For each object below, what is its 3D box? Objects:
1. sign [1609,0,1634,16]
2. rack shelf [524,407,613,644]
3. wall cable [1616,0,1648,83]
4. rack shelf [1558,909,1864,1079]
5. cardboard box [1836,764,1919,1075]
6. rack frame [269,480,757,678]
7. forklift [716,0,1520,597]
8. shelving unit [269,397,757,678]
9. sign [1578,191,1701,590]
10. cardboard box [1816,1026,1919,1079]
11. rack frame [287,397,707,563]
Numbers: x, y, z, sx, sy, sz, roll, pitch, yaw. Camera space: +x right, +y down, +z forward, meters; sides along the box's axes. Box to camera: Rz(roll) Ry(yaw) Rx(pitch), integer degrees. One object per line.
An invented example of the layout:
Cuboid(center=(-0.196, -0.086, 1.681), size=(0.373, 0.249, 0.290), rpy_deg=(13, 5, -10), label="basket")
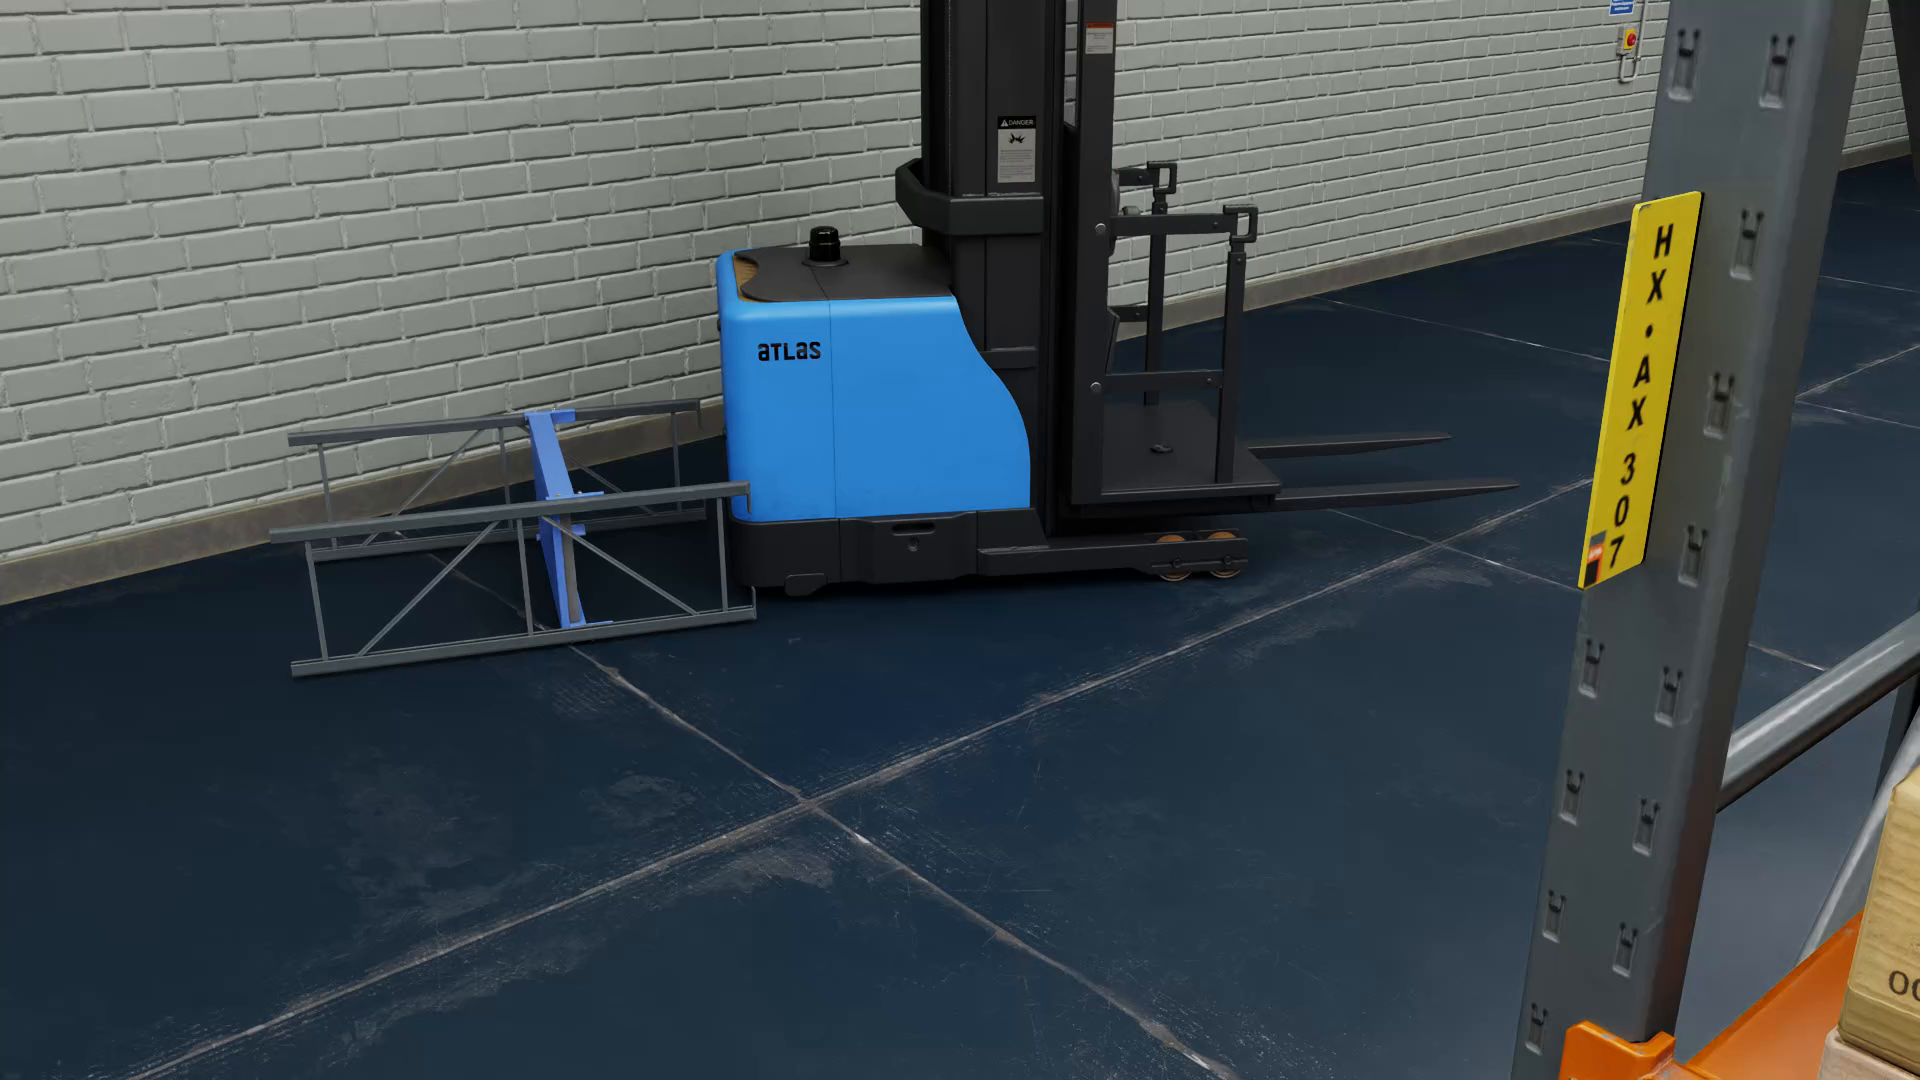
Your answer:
Cuboid(center=(4.722, -3.854, 11.840), size=(0.327, 0.218, 0.001), rpy_deg=(-17, 27, -37), label="sign")
Cuboid(center=(-1.403, -0.078, 5.945), size=(0.185, 0.538, 1.000), rpy_deg=(-7, 22, -16), label="rack shelf")
Cuboid(center=(4.798, -4.210, 11.685), size=(0.585, 1.953, 0.123), rpy_deg=(-17, 27, -37), label="wall cable")
Cuboid(center=(2.294, 1.076, 0.610), size=(1.077, 0.370, 4.000), rpy_deg=(-17, 27, -37), label="rack shelf")
Cuboid(center=(1.098, 0.317, 1.360), size=(0.500, 0.250, 0.500), rpy_deg=(-18, 28, -39), label="cardboard box")
Cuboid(center=(-1.420, 0.119, 5.443), size=(1.500, 0.500, 0.032), rpy_deg=(-7, 22, -16), label="rack frame")
Cuboid(center=(0.615, -1.401, 6.042), size=(3.031, 2.935, 1.130), rpy_deg=(-3, 22, -9), label="forklift")
Cuboid(center=(-1.575, -0.058, 5.894), size=(1.500, 0.538, 1.048), rpy_deg=(-7, 22, -16), label="shelving unit")
Cuboid(center=(0.564, -0.121, 1.384), size=(0.100, 0.325, 0.005), rpy_deg=(-17, 27, -37), label="sign")
Cuboid(center=(0.971, 0.482, 1.484), size=(0.380, 0.149, 0.250), rpy_deg=(-17, 27, -37), label="cardboard box")
Cuboid(center=(-1.729, -0.235, 6.345), size=(1.500, 0.500, 0.032), rpy_deg=(-7, 22, -16), label="rack frame")
